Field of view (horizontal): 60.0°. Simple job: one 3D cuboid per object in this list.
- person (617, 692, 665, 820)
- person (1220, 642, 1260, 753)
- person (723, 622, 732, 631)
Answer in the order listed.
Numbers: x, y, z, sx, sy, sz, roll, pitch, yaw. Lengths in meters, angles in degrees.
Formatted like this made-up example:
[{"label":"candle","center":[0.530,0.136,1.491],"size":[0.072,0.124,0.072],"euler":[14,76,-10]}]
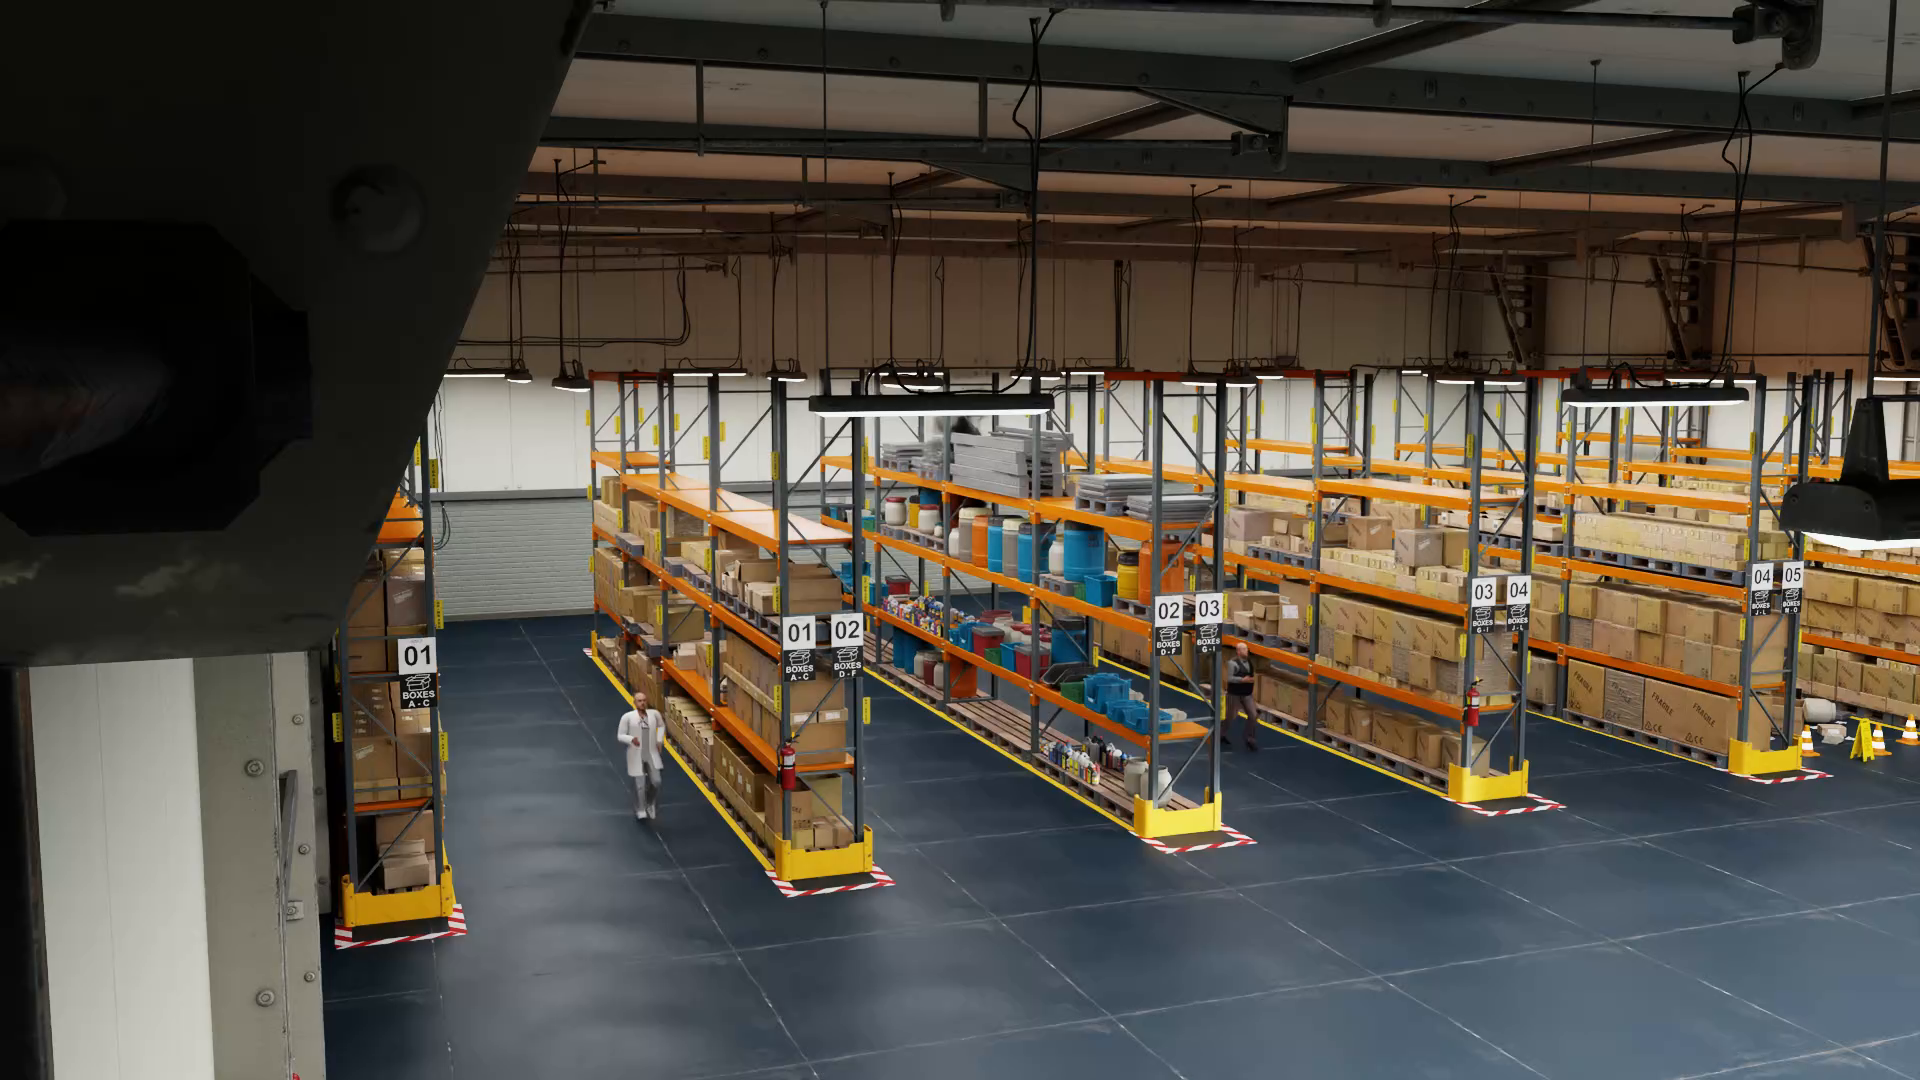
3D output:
[{"label":"person","center":[-4.270,2.950,22.522],"size":[0.694,1.763,0.673],"euler":[-3,7,-23]},{"label":"person","center":[4.472,2.508,26.625],"size":[0.605,1.771,0.845],"euler":[-4,7,-32]},{"label":"person","center":[-4.668,1.630,34.108],"size":[0.707,1.789,0.962],"euler":[-4,7,-30]}]
